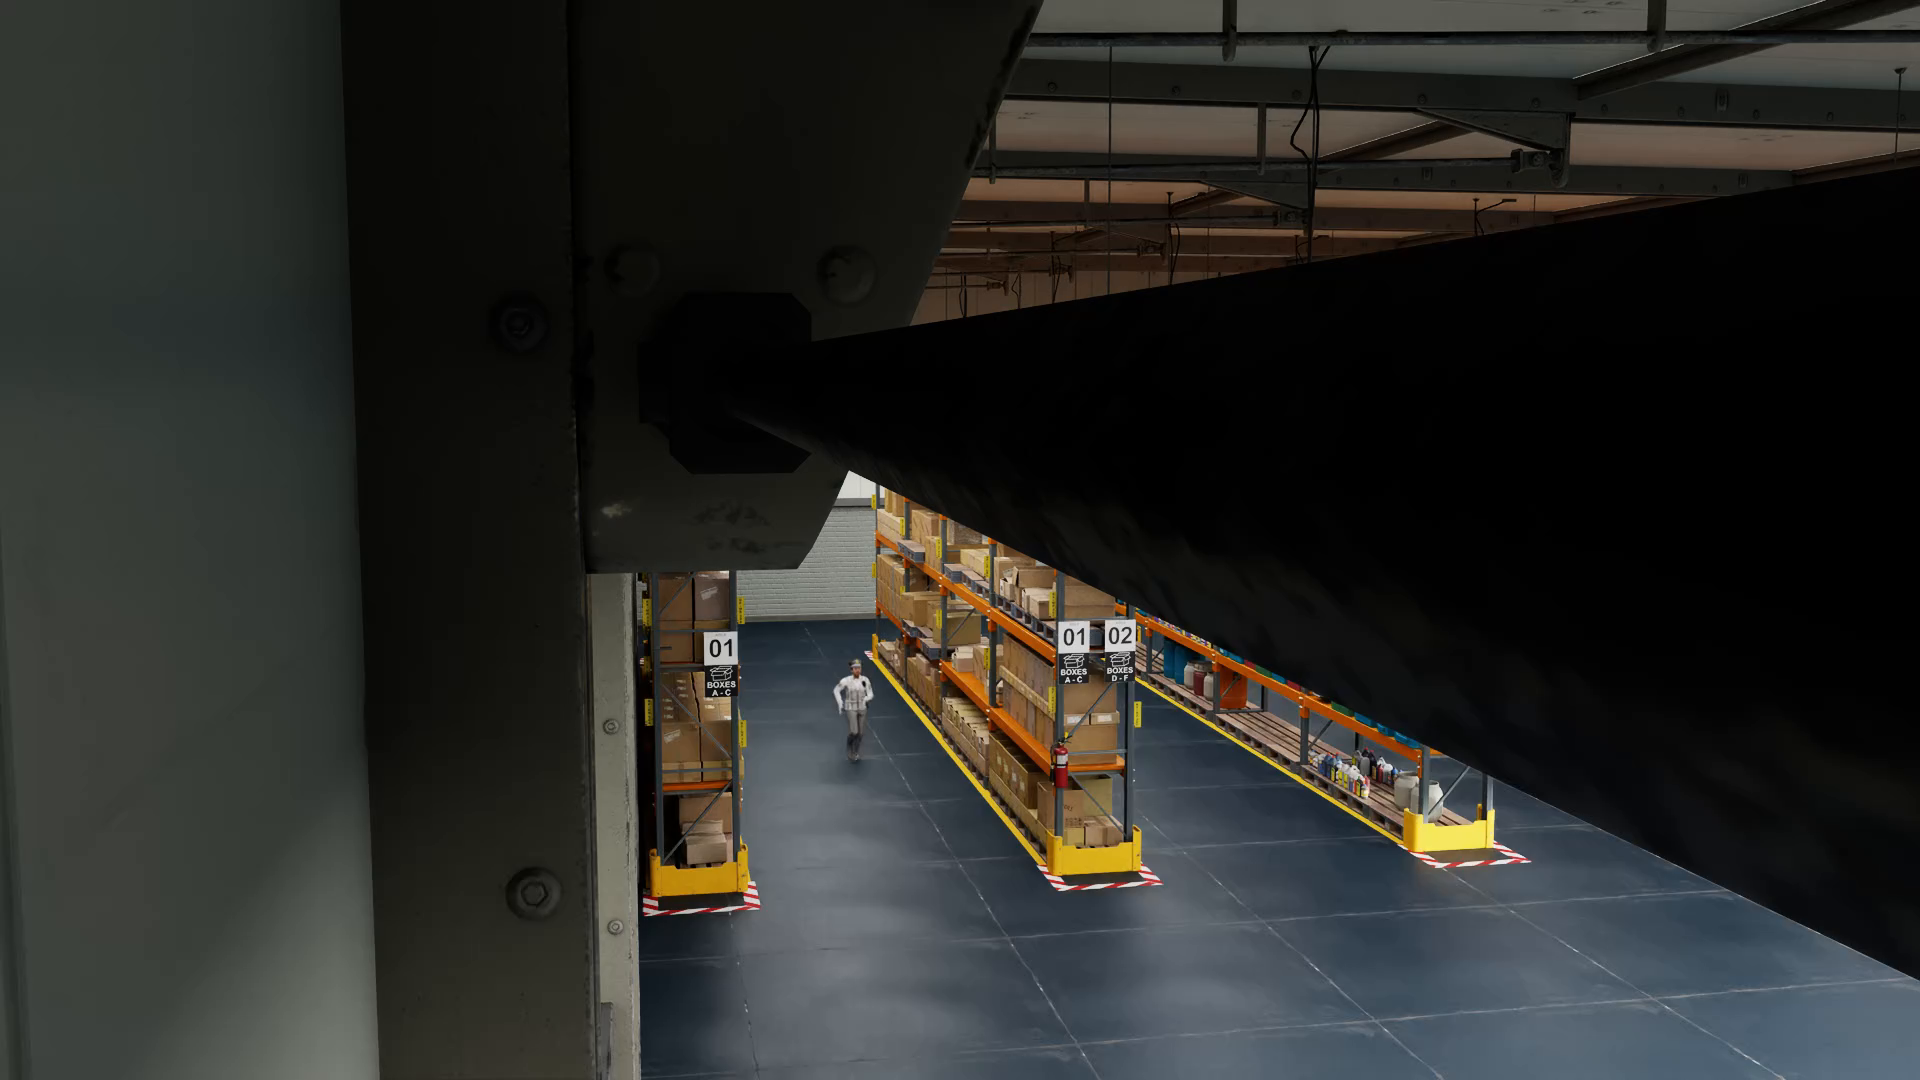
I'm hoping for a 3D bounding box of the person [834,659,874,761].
[{"bbox_3d":[-1.683,2.743,26.758,0.571,1.660,0.624,-2,6,-20],"label":"person"}]
